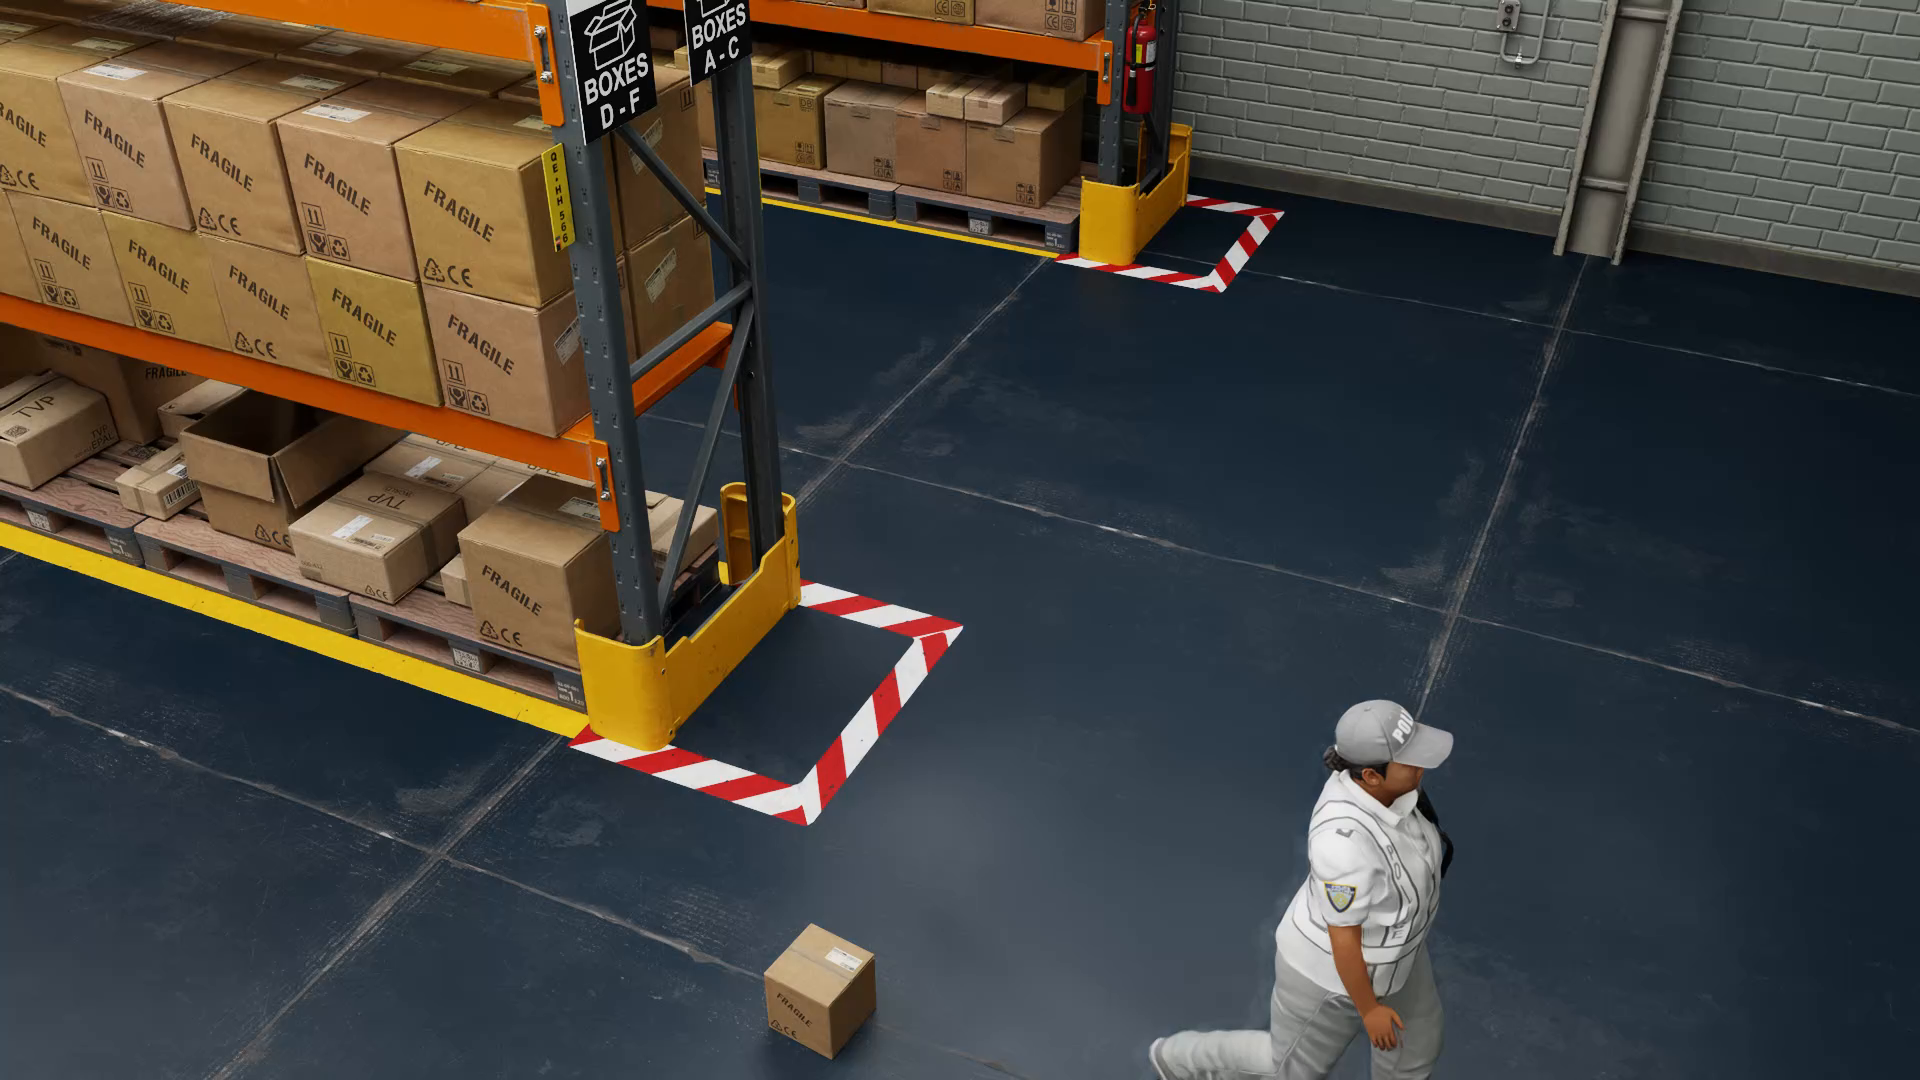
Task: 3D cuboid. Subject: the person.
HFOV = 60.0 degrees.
[{"bbox_3d":[1.026,1.080,4.513,0.914,1.620,0.471,20,39,27],"label":"person"}]
